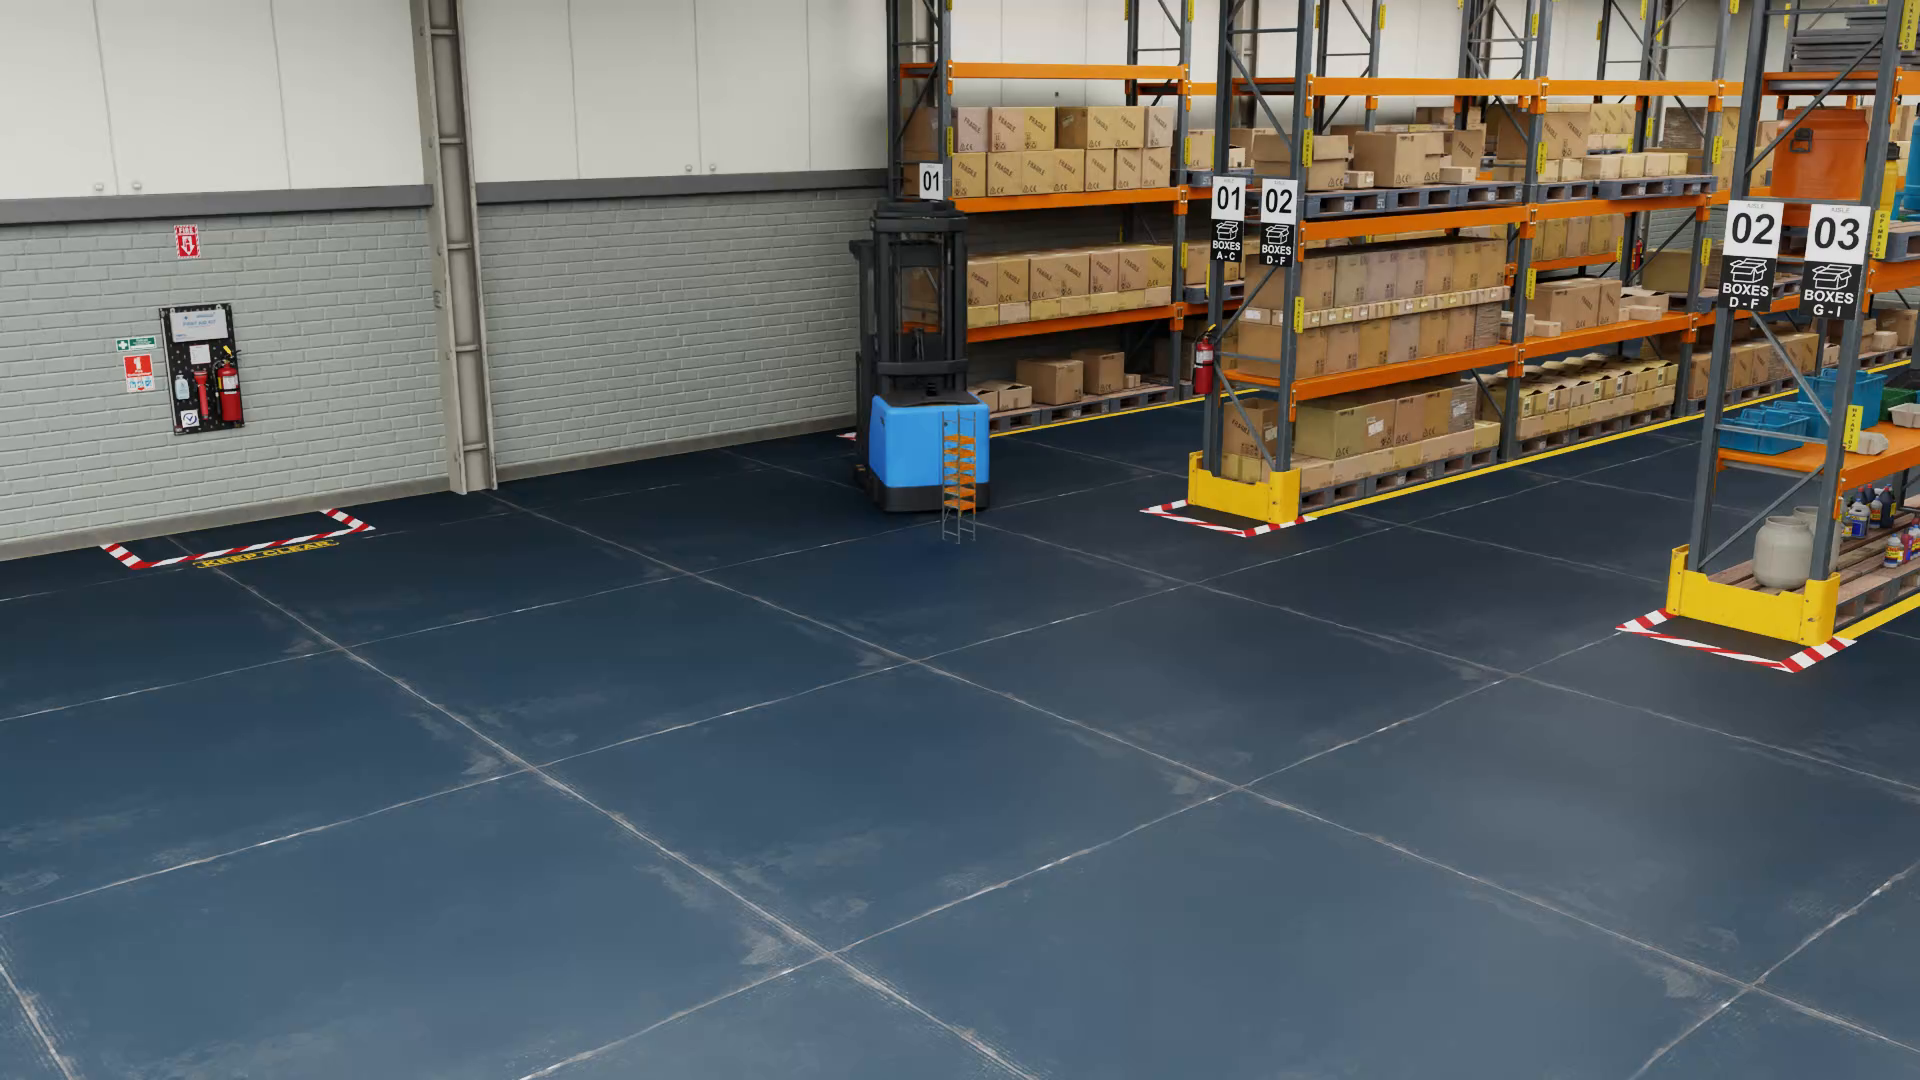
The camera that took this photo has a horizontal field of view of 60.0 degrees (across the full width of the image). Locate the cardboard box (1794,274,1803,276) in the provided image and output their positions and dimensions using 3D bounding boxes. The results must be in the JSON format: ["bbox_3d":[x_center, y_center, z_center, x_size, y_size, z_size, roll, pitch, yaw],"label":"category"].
[{"bbox_3d":[12.045,-3.957,24.056,0.500,0.500,0.500,-12,19,-38],"label":"cardboard box"}]

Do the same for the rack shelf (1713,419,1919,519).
[{"bbox_3d":[7.541,-0.767,13.703,4.000,0.370,1.077,-13,19,-39],"label":"rack shelf"}]

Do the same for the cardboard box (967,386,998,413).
[{"bbox_3d":[0.110,-1.718,20.226,0.500,0.311,0.500,13,20,41],"label":"cardboard box"}]

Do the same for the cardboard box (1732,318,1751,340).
[{"bbox_3d":[10.557,-2.937,22.970,0.500,0.250,0.500,-13,19,-39],"label":"cardboard box"}]

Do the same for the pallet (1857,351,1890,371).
[{"bbox_3d":[13.276,-2.750,25.137,1.213,0.211,1.003,-13,19,-39],"label":"pallet"}]

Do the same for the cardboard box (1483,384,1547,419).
[{"bbox_3d":[6.276,-1.585,18.800,0.500,0.311,0.500,-13,19,-39],"label":"cardboard box"}]

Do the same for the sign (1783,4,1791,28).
[{"bbox_3d":[11.494,-7.270,23.067,0.005,0.325,0.100,-13,19,-39],"label":"sign"}]

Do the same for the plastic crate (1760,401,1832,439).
[{"bbox_3d":[6.707,-0.956,13.304,0.408,0.251,0.499,-13,19,-39],"label":"plastic crate"}]

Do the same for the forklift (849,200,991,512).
[{"bbox_3d":[-0.523,-2.020,17.132,1.130,2.935,3.031,-3,15,-12],"label":"forklift"}]

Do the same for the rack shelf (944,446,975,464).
[{"bbox_3d":[-0.011,-0.766,15.036,0.180,0.103,0.258,-13,19,-39],"label":"rack shelf"}]

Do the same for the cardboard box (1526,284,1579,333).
[{"bbox_3d":[6.789,-2.683,19.287,0.500,0.500,0.500,-11,18,-35],"label":"cardboard box"}]

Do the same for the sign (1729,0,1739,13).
[{"bbox_3d":[9.186,-6.415,19.711,0.005,0.325,0.100,-13,19,-39],"label":"sign"}]

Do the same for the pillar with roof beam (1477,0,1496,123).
[{"bbox_3d":[11.368,-7.085,24.335,0.400,9.000,9.100,-13,19,-39],"label":"pillar with roof beam"}]

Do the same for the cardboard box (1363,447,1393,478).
[{"bbox_3d":[4.086,-0.833,17.069,0.500,0.250,0.500,-13,19,-39],"label":"cardboard box"}]

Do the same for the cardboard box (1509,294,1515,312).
[{"bbox_3d":[9.213,-3.839,27.841,0.500,0.500,0.700,-12,19,-39],"label":"cardboard box"}]

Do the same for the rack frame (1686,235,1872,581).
[{"bbox_3d":[6.032,-0.776,12.342,0.127,3.000,1.000,-13,19,-39],"label":"rack frame"}]

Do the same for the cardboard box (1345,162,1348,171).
[{"bbox_3d":[3.479,-3.634,16.437,0.500,0.250,0.500,-13,19,-39],"label":"cardboard box"}]

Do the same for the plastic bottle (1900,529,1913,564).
[{"bbox_3d":[7.787,0.043,13.689,0.133,0.283,0.061,-12,19,-38],"label":"plastic bottle"}]

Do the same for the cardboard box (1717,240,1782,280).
[{"bbox_3d":[10.855,-3.859,22.878,0.500,0.500,0.700,-9,17,-31],"label":"cardboard box"}]

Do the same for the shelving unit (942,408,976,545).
[{"bbox_3d":[-0.011,-0.577,15.086,0.189,1.200,0.258,-13,19,-39],"label":"shelving unit"}]

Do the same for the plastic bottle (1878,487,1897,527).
[{"bbox_3d":[8.263,-0.302,14.849,0.185,0.351,0.144,-13,19,-39],"label":"plastic bottle"}]

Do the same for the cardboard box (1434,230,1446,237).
[{"bbox_3d":[7.262,-4.554,25.679,0.500,0.500,0.500,-12,19,-38],"label":"cardboard box"}]

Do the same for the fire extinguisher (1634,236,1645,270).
[{"bbox_3d":[12.016,-5.133,29.527,0.183,0.674,0.296,-13,19,-39],"label":"fire extinguisher"}]

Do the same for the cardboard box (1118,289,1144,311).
[{"bbox_3d":[2.007,-3.097,21.285,0.500,0.250,0.500,-13,19,-39],"label":"cardboard box"}]

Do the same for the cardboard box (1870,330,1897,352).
[{"bbox_3d":[13.869,-3.040,25.295,0.500,0.250,0.500,-13,19,-39],"label":"cardboard box"}]

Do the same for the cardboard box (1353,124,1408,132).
[{"bbox_3d":[6.257,-5.963,24.903,0.500,0.500,0.700,-14,20,-42],"label":"cardboard box"}]

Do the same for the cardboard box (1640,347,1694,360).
[{"bbox_3d":[9.370,-2.305,22.058,0.500,0.500,0.500,-12,19,-37],"label":"cardboard box"}]

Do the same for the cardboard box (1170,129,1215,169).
[{"bbox_3d":[3.011,-5.160,21.933,0.500,0.500,0.500,-9,18,-32],"label":"cardboard box"}]

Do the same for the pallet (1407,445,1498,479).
[{"bbox_3d":[5.174,-0.945,18.377,1.213,0.211,1.003,-13,19,-39],"label":"pallet"}]

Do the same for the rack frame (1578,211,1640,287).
[{"bbox_3d":[11.599,-5.415,29.710,0.127,3.000,1.000,-13,19,-39],"label":"rack frame"}]

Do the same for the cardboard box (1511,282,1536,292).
[{"bbox_3d":[9.568,-4.301,28.313,0.250,0.149,0.380,-13,20,-41],"label":"cardboard box"}]

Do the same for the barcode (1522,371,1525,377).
[{"bbox_3d":[6.267,-1.849,18.491,0.075,0.075,0.001,-13,19,-39],"label":"barcode"}]

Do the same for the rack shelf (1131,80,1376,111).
[{"bbox_3d":[4.055,-6.078,22.738,4.000,0.370,1.077,-13,19,-39],"label":"rack shelf"}]

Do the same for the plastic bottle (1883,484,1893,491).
[{"bbox_3d":[8.522,-0.379,15.291,0.097,0.271,0.097,0,15,0],"label":"plastic bottle"}]

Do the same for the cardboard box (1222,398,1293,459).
[{"bbox_3d":[2.993,-1.126,16.715,0.500,0.500,0.500,-13,19,-39],"label":"cardboard box"}]

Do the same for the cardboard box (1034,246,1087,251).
[{"bbox_3d":[1.283,-3.472,21.236,0.500,0.500,0.500,-12,19,-38],"label":"cardboard box"}]

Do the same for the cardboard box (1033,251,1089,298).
[{"bbox_3d":[1.241,-3.284,20.531,0.500,0.500,0.500,-12,19,-38],"label":"cardboard box"}]

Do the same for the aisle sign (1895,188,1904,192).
[{"bbox_3d":[14.712,-5.776,26.023,0.004,0.787,0.394,-13,19,-39],"label":"aisle sign"}]

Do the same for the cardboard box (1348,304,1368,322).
[{"bbox_3d":[3.799,-2.257,16.435,0.250,0.149,0.380,-13,20,-40],"label":"cardboard box"}]

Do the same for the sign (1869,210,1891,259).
[{"bbox_3d":[6.390,-2.121,11.550,0.005,0.325,0.100,-13,19,-39],"label":"sign"}]

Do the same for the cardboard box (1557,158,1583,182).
[{"bbox_3d":[6.685,-4.194,18.803,0.500,0.250,0.500,14,20,42],"label":"cardboard box"}]

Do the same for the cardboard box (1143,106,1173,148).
[{"bbox_3d":[2.347,-5.235,21.052,0.500,0.500,0.500,14,20,42],"label":"cardboard box"}]

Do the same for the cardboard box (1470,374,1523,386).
[{"bbox_3d":[6.307,-1.778,19.520,0.500,0.311,0.500,-12,19,-38],"label":"cardboard box"}]

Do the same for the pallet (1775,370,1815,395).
[{"bbox_3d":[11.247,-2.281,23.381,1.213,0.211,1.003,-13,19,-39],"label":"pallet"}]

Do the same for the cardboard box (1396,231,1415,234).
[{"bbox_3d":[6.481,-4.742,24.927,0.500,0.250,0.500,-13,20,-40],"label":"cardboard box"}]

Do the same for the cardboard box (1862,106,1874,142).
[{"bbox_3d":[12.648,-5.901,23.586,0.500,0.500,0.700,-13,19,-39],"label":"cardboard box"}]

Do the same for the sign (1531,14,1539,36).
[{"bbox_3d":[8.947,-8.022,25.880,0.005,0.325,0.100,-13,19,-39],"label":"sign"}]

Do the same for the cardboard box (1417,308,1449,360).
[{"bbox_3d":[4.696,-2.215,17.538,0.500,0.500,0.700,-12,19,-39],"label":"cardboard box"}]

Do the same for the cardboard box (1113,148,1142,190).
[{"bbox_3d":[1.938,-4.672,20.885,0.500,0.500,0.500,14,20,42],"label":"cardboard box"}]

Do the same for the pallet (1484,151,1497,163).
[{"bbox_3d":[9.206,-6.280,27.308,1.213,0.211,1.003,-13,19,-39],"label":"pallet"}]

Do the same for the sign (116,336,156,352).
[{"bbox_3d":[-7.402,-1.763,14.940,0.331,0.109,0.001,-13,19,-39],"label":"sign"}]

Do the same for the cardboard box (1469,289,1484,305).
[{"bbox_3d":[5.353,-2.606,17.743,0.250,0.149,0.380,-13,20,-41],"label":"cardboard box"}]

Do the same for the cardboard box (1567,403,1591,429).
[{"bbox_3d":[7.043,-1.488,19.521,0.500,0.250,0.500,-13,20,-41],"label":"cardboard box"}]

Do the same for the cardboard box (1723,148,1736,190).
[{"bbox_3d":[9.510,-4.760,21.253,0.500,0.500,0.910,-13,19,-39],"label":"cardboard box"}]

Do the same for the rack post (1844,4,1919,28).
[{"bbox_3d":[7.473,-3.972,12.829,0.954,0.300,0.937,-13,20,-40],"label":"rack post"}]

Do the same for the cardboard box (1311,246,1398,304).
[{"bbox_3d":[3.957,-2.677,16.752,0.500,0.500,0.700,-13,19,-39],"label":"cardboard box"}]

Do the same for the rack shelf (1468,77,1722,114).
[{"bbox_3d":[7.310,-5.115,19.130,4.000,0.370,1.077,-13,19,-39],"label":"rack shelf"}]

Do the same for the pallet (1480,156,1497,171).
[{"bbox_3d":[7.922,-5.929,26.193,1.217,0.209,0.805,-14,20,-42],"label":"pallet"}]

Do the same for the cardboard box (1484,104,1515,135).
[{"bbox_3d":[8.955,-6.891,27.254,0.500,0.500,0.500,-13,20,-40],"label":"cardboard box"}]
